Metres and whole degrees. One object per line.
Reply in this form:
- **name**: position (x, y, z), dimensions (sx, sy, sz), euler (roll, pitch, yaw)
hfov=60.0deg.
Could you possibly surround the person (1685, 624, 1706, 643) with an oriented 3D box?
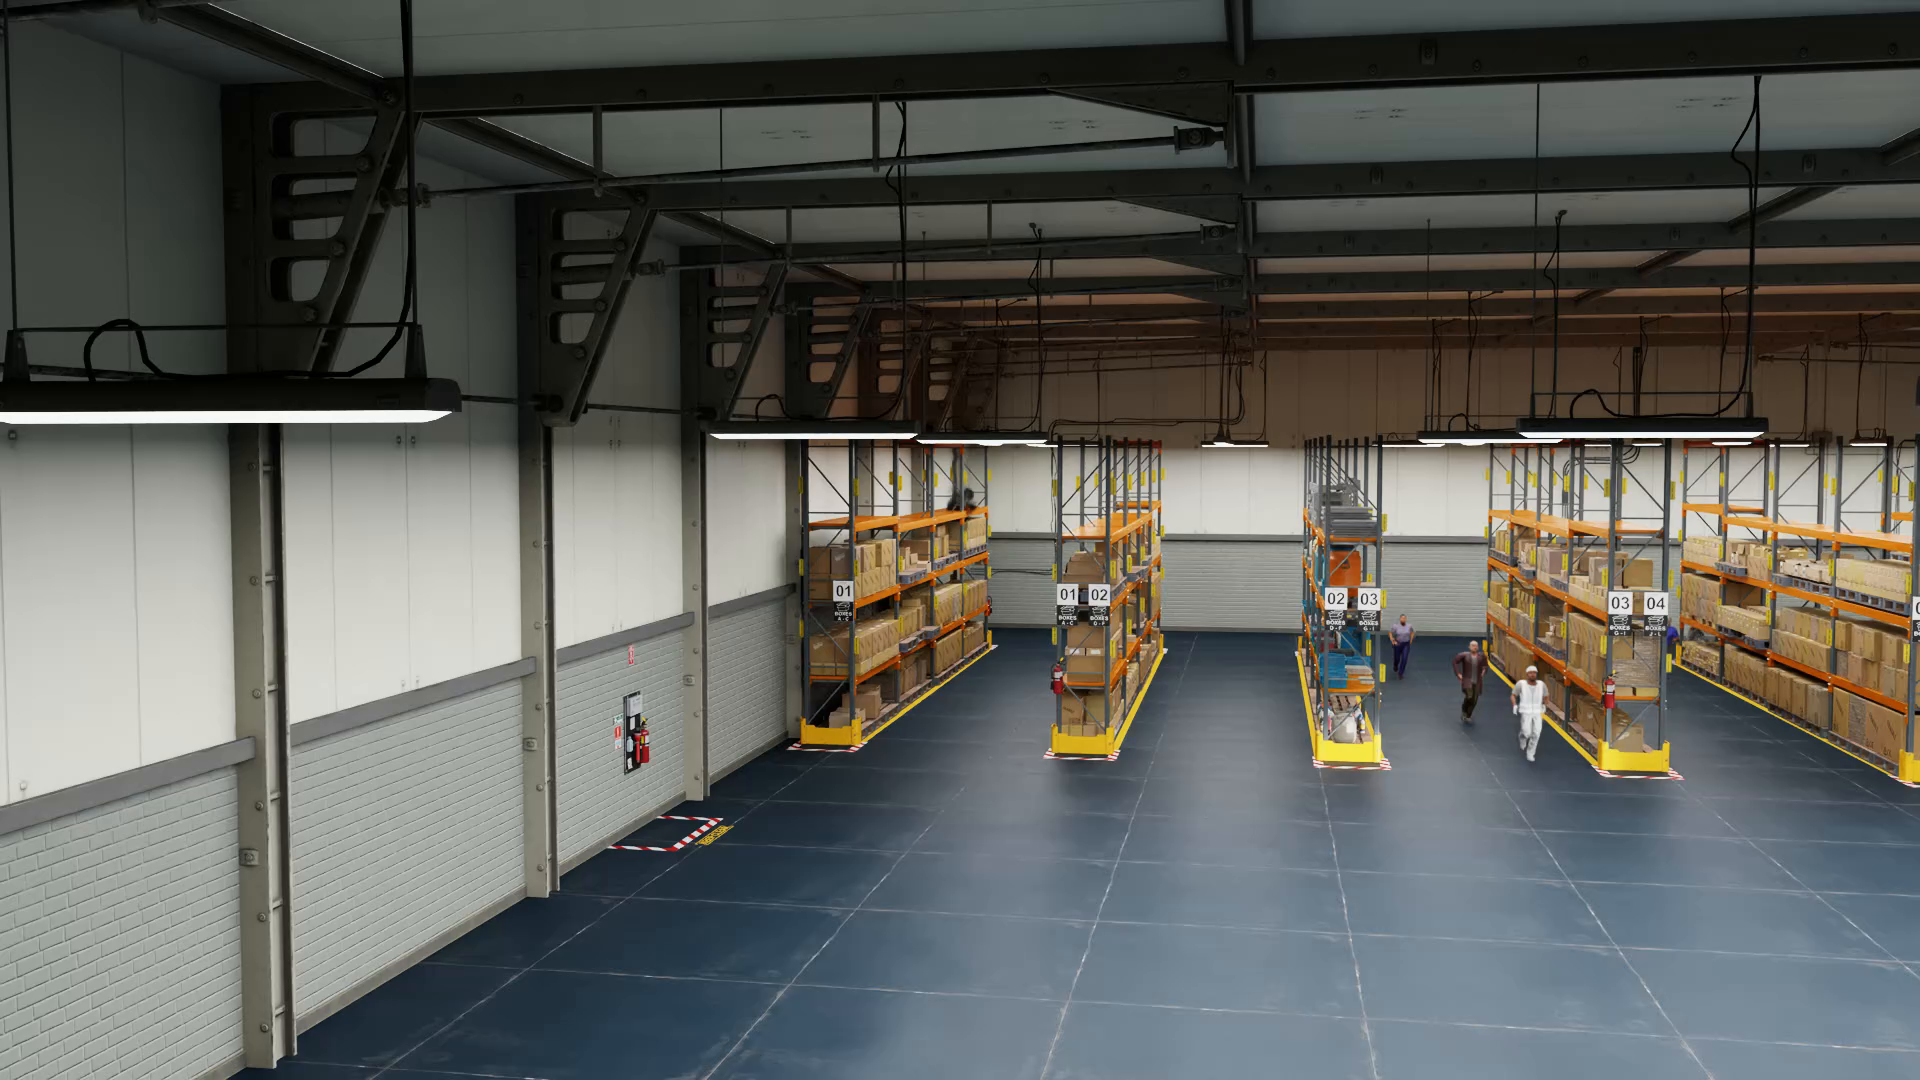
- **person**: position (20.217, 2.415, 45.755), dimensions (0.877, 1.656, 0.652), euler (2, 4, 39)

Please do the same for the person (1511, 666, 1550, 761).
- **person**: position (10.577, 3.195, 30.821), dimensions (0.688, 1.737, 0.599), euler (0, 3, 8)

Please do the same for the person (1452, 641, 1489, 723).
- **person**: position (10.688, 2.969, 34.704), dimensions (0.706, 1.736, 0.700), euler (0, 3, -2)

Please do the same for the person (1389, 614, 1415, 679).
- **person**: position (11.118, 2.672, 41.840), dimensions (0.627, 1.619, 0.626), euler (0, 3, 5)

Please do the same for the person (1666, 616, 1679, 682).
- **person**: position (17.235, 2.716, 40.568), dimensions (0.543, 1.688, 0.711), euler (1, 3, 9)
